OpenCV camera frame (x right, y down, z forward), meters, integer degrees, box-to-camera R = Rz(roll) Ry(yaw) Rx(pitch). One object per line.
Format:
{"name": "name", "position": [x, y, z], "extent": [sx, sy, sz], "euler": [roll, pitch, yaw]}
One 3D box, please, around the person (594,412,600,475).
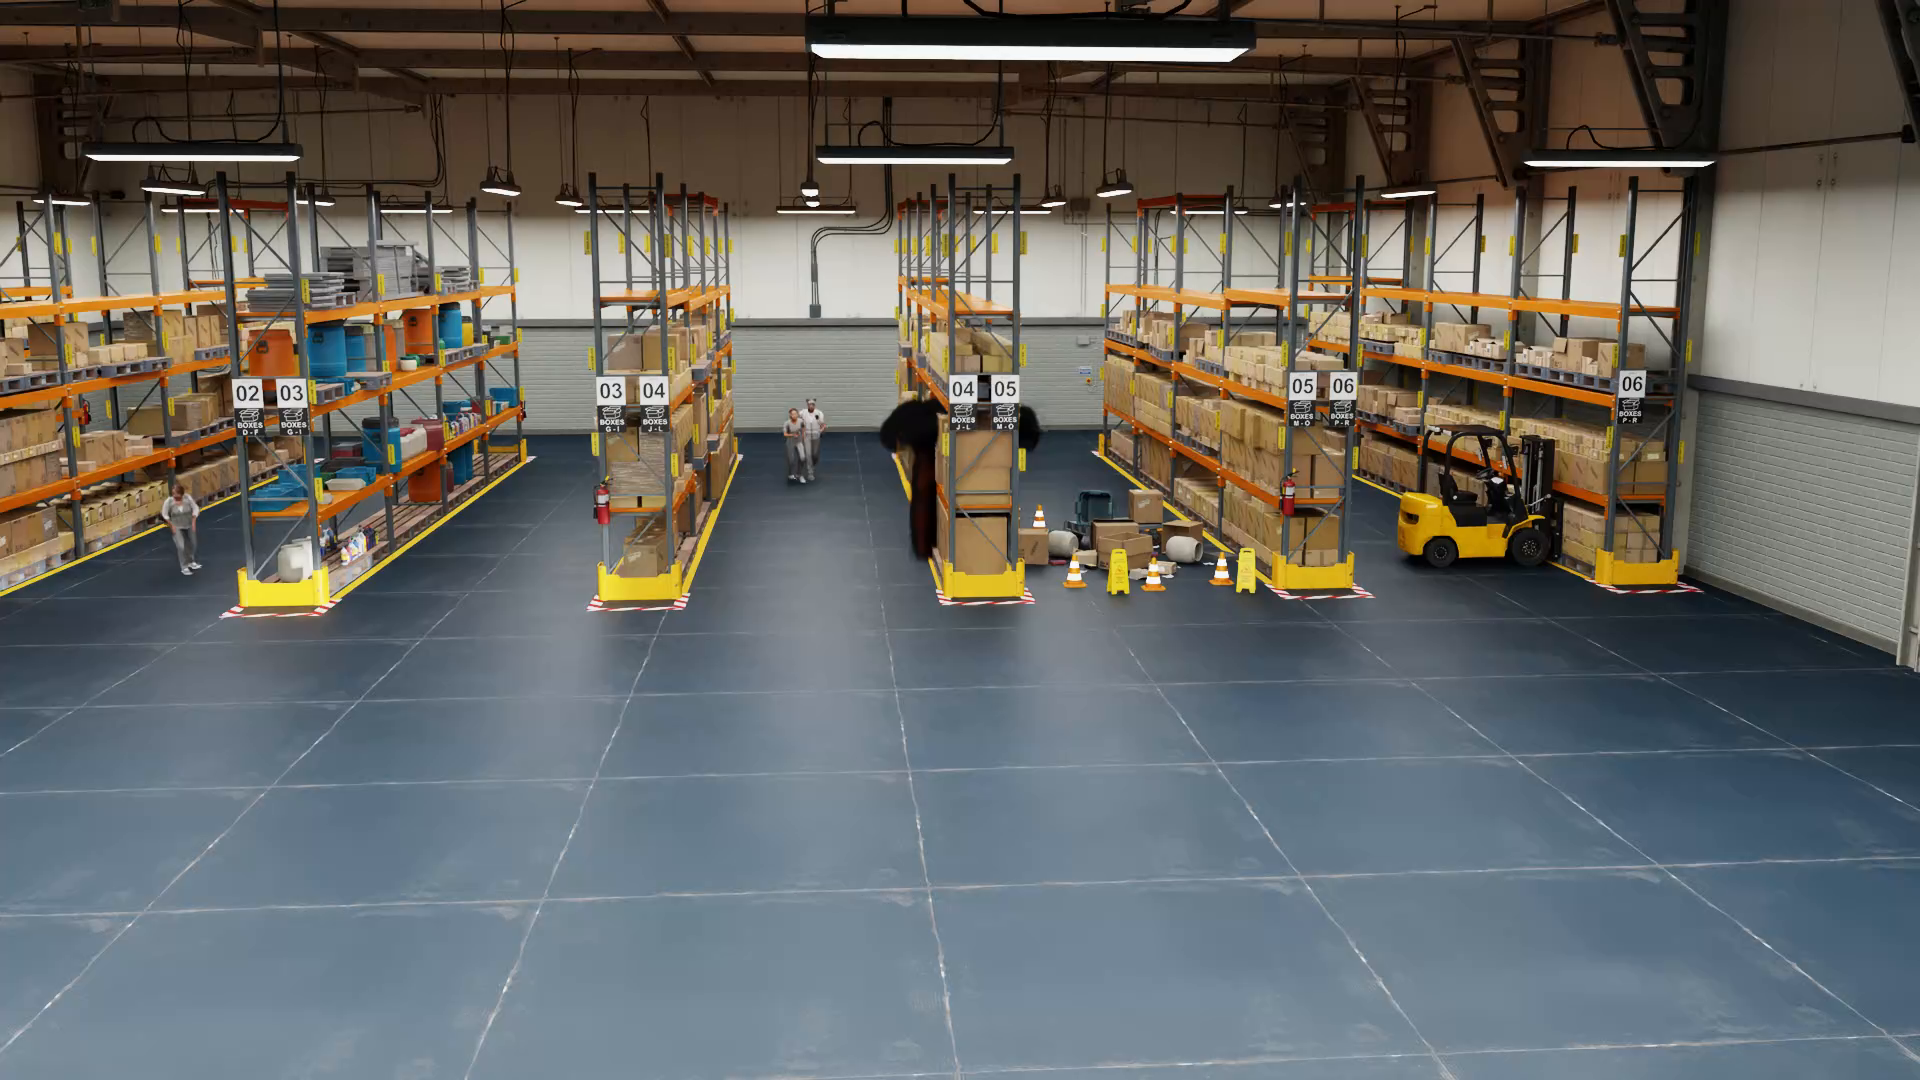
{"name": "person", "position": [-7.881, -2.204, 37.170], "extent": [0.568, 1.430, 1.134], "euler": [2, 10, 13]}

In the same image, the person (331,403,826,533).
{"name": "person", "position": [-6.584, -1.451, 31.741], "extent": [8.861, 1.622, 8.959], "euler": [-2, 10, -10]}

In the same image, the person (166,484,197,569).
{"name": "person", "position": [-12.007, -0.224, 25.605], "extent": [0.482, 1.370, 0.775], "euler": [-9, 13, -40]}

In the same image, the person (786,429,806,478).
{"name": "person", "position": [-3.539, -1.870, 35.606], "extent": [0.363, 1.075, 0.762], "euler": [-3, 10, -14]}
